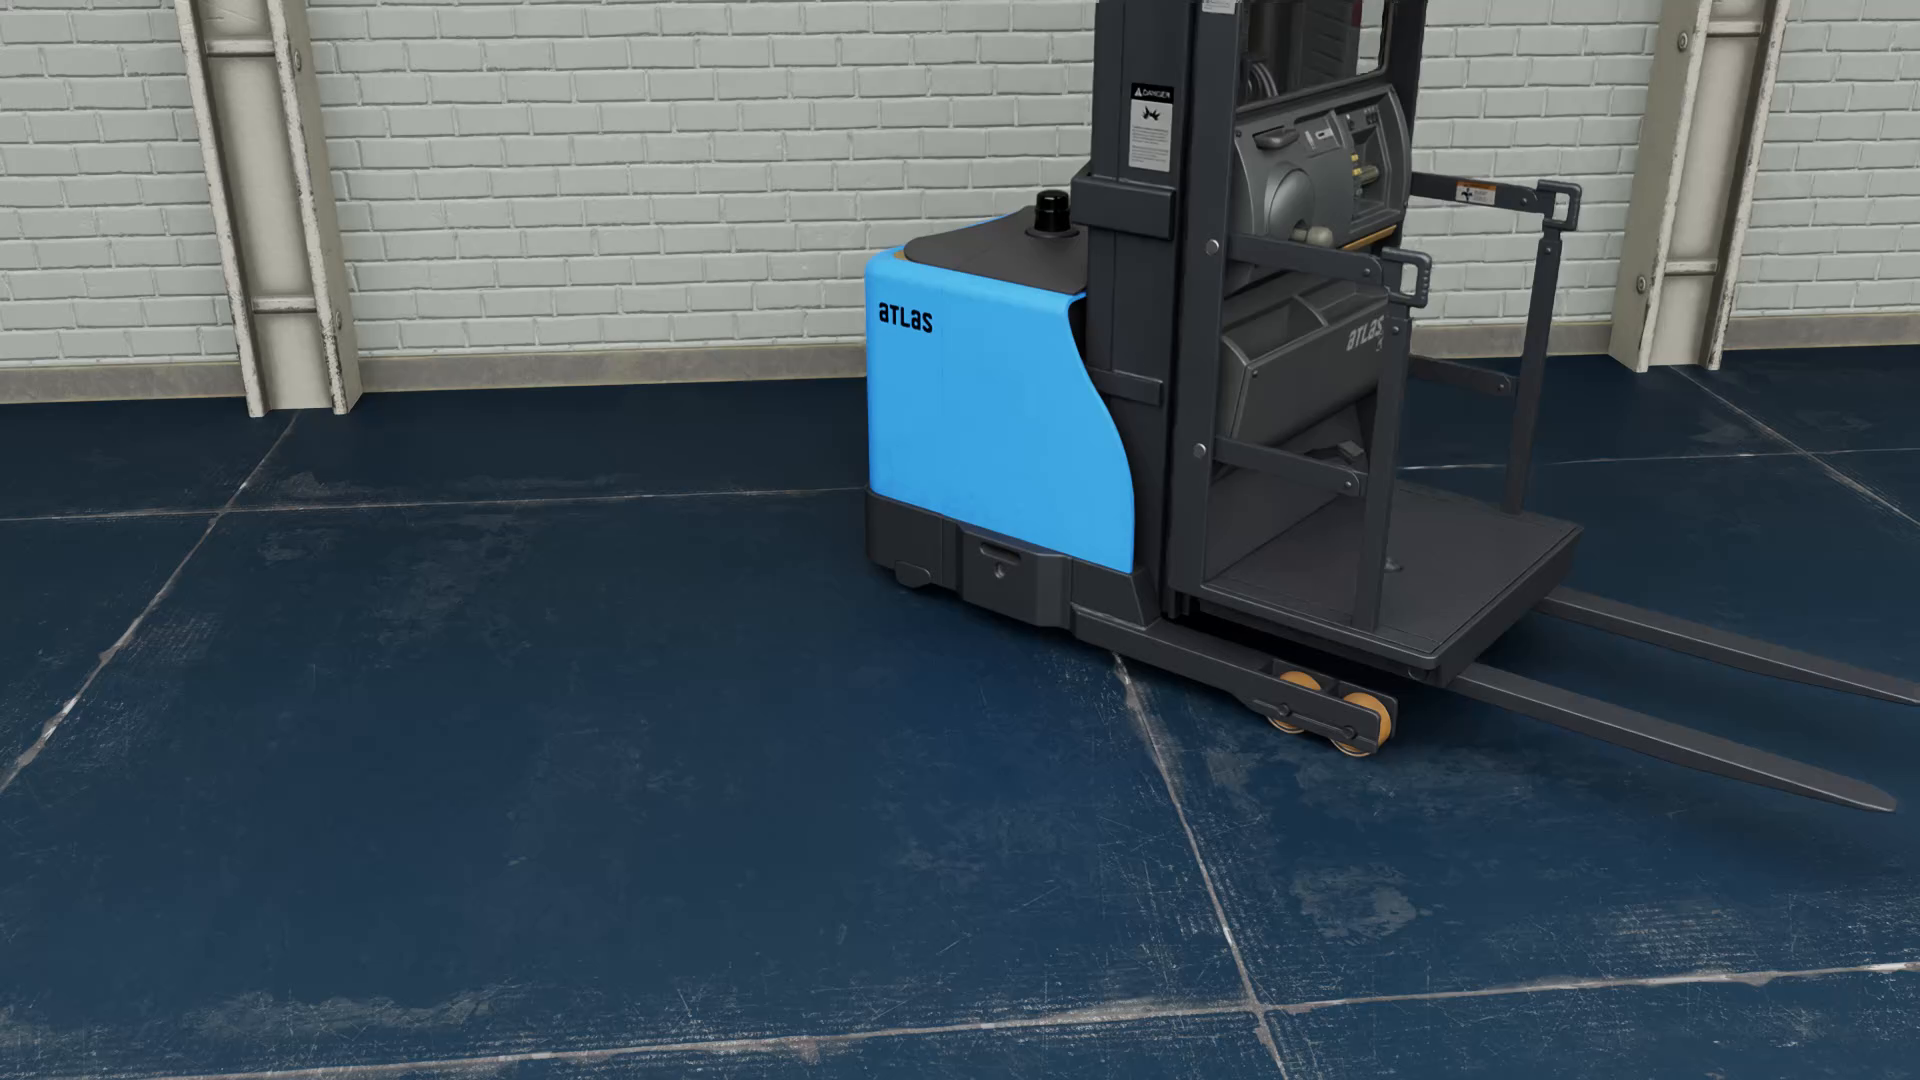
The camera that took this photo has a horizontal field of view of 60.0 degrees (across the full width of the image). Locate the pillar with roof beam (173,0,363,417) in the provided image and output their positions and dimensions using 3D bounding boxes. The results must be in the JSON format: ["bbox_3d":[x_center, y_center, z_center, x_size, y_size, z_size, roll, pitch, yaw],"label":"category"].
[{"bbox_3d":[-2.344,-2.953,1.313,0.400,9.000,9.100,-2,24,-5],"label":"pillar with roof beam"}]

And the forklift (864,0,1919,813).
[{"bbox_3d":[1.159,-1.004,4.400,3.031,2.935,1.130,18,30,35],"label":"forklift"}]

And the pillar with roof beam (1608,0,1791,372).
[{"bbox_3d":[3.627,-3.192,1.852,0.400,9.000,9.100,-2,24,-5],"label":"pillar with roof beam"}]
